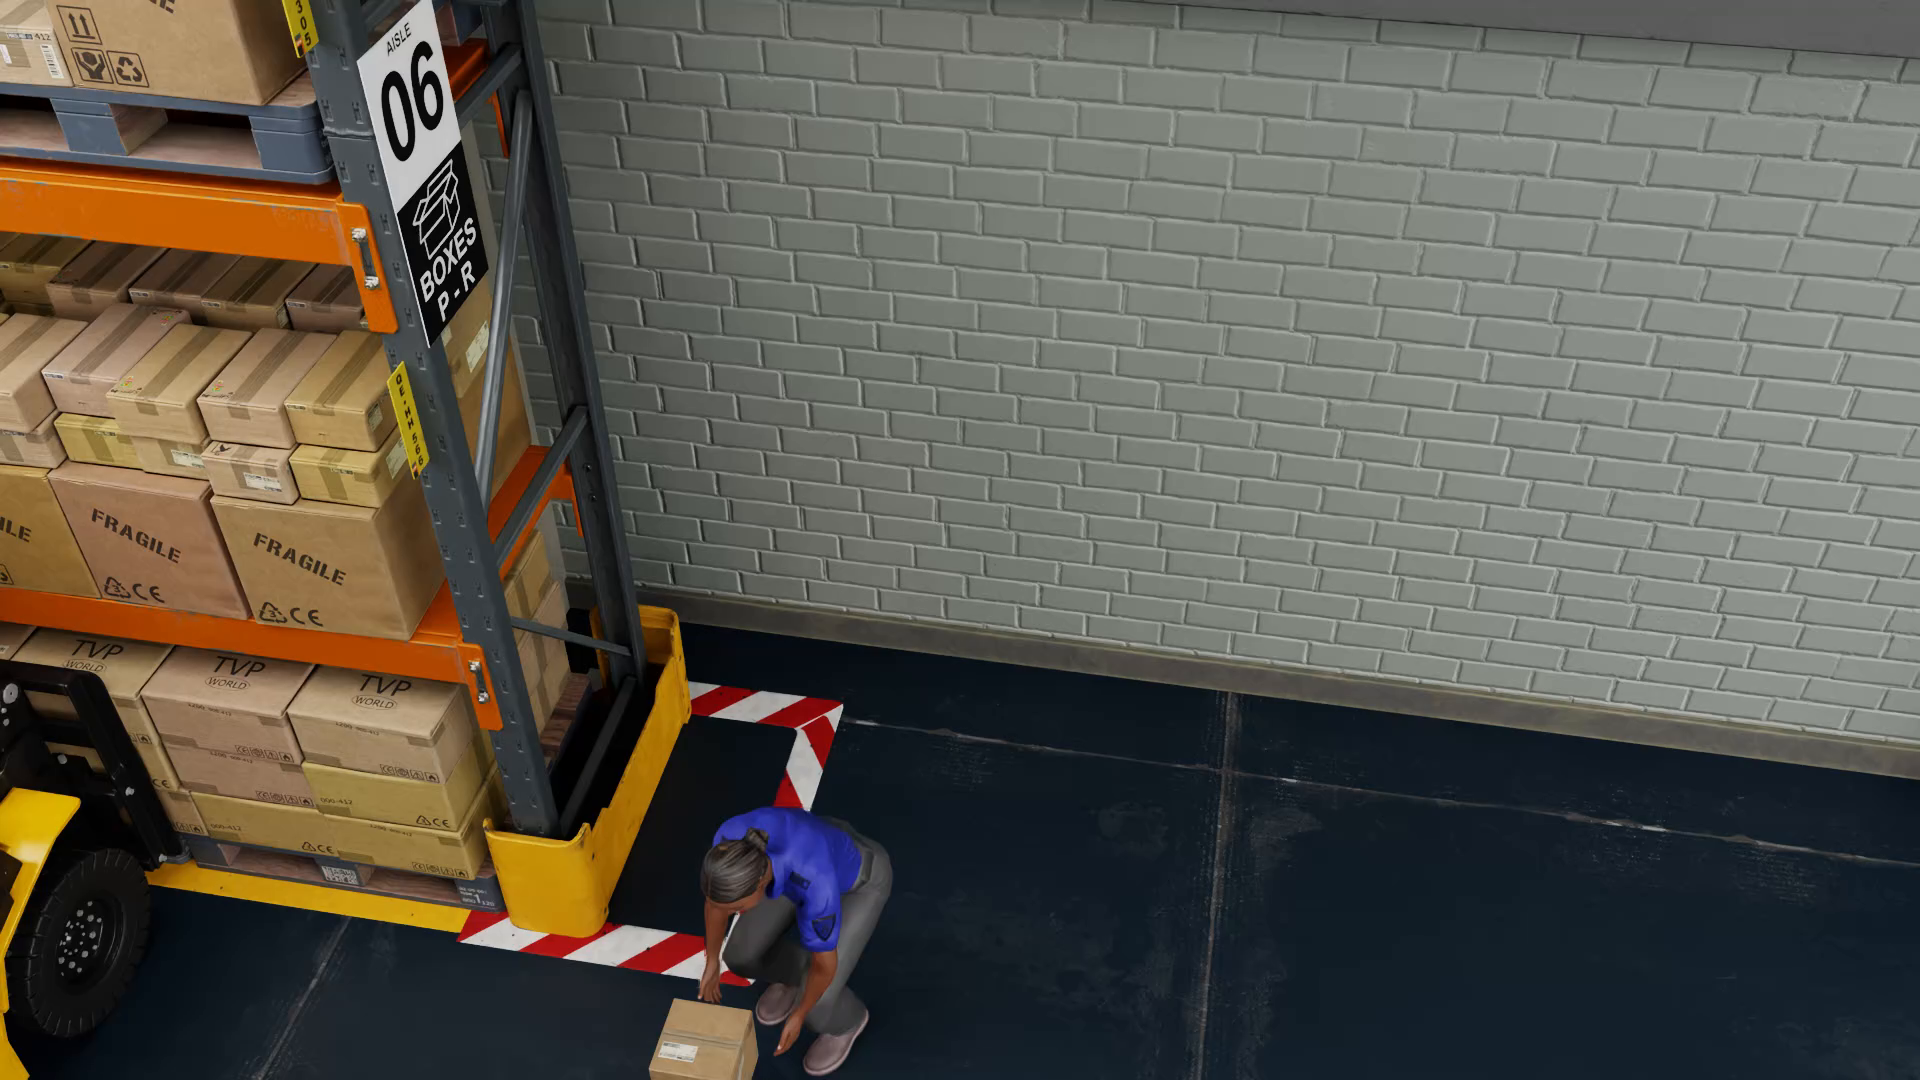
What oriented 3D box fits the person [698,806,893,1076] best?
[{"bbox_3d":[-0.488,1.183,5.129,0.501,1.223,0.706,27,47,27],"label":"person"}]
